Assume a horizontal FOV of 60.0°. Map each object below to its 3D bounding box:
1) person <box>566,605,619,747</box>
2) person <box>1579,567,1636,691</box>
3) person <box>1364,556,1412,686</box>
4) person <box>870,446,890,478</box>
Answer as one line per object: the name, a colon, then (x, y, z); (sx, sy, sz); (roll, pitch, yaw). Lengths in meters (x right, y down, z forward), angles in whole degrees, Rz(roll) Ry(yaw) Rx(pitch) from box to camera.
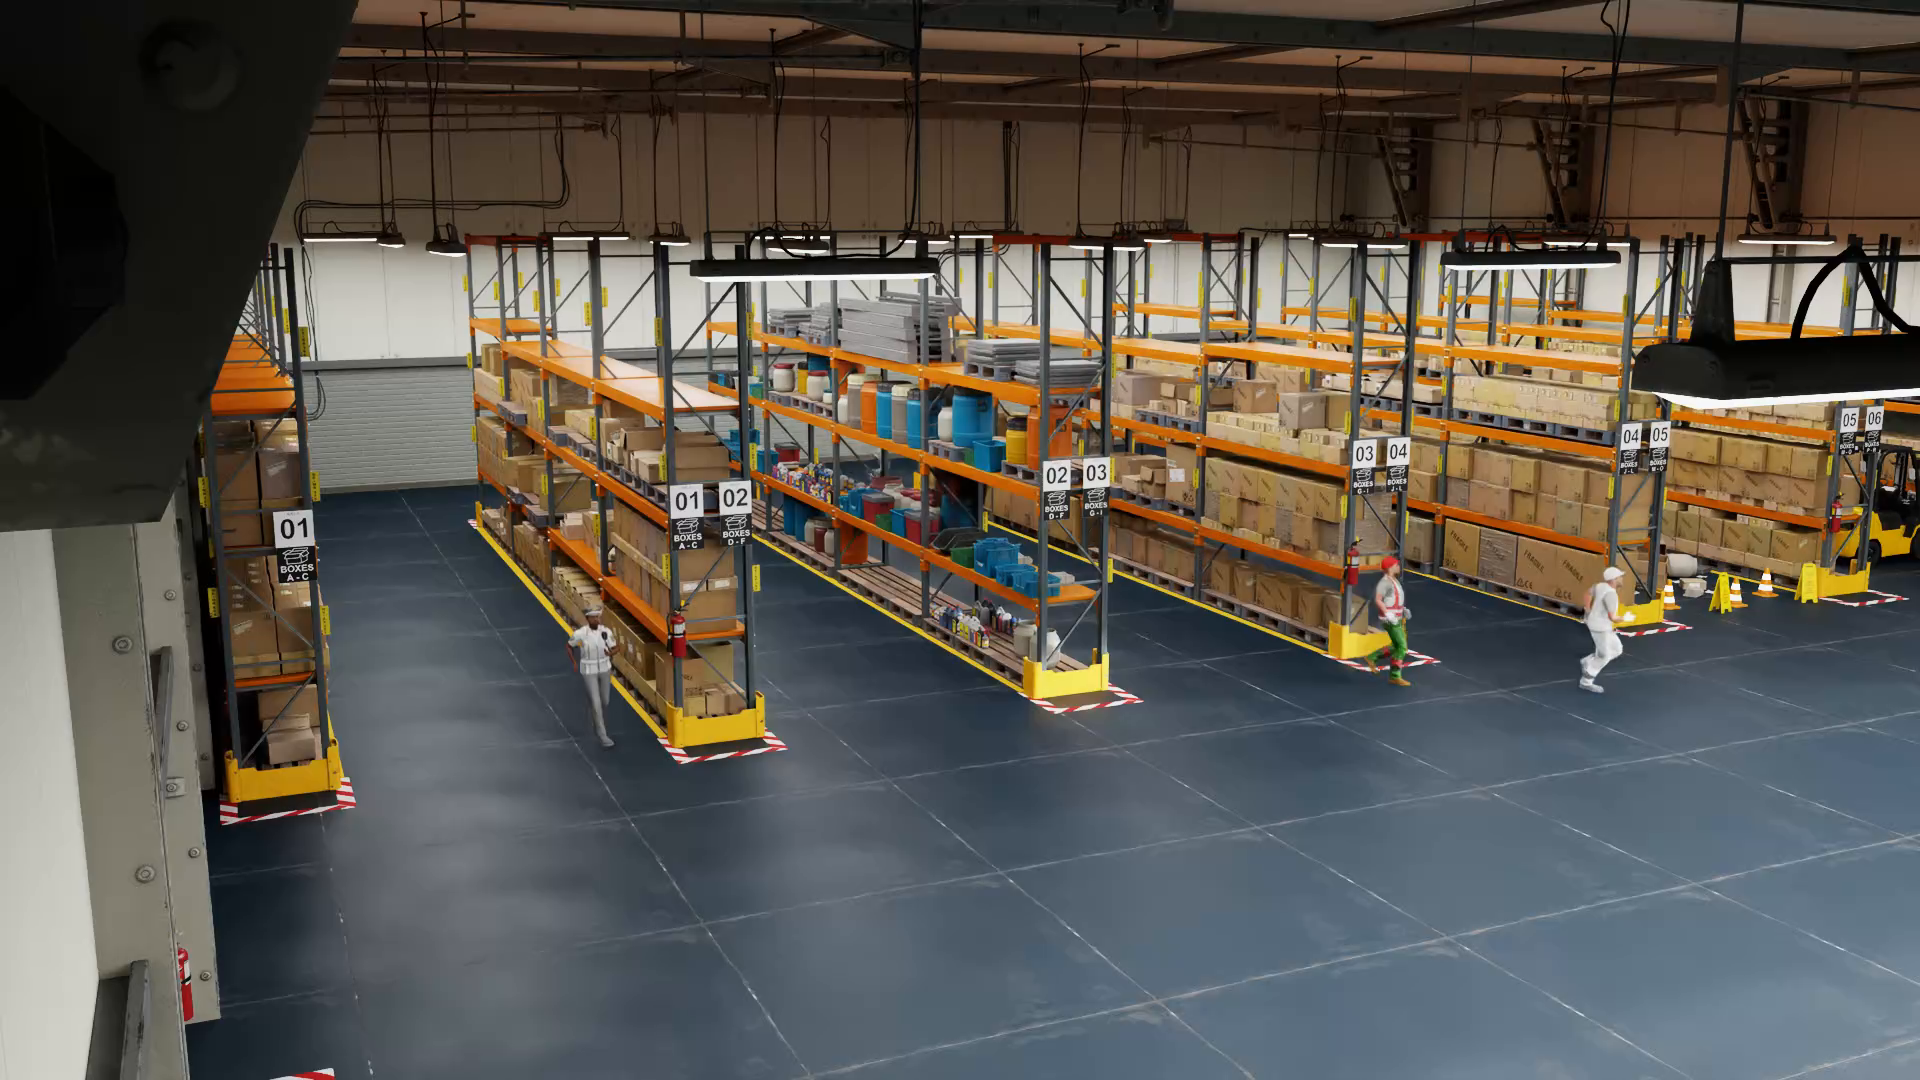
person: (-4.432, 1.605, 20.254); (0.584, 1.655, 0.941); (-6, 13, -30)
person: (8.728, 1.199, 22.401); (0.645, 1.725, 0.709); (2, 11, 10)
person: (5.936, 1.102, 22.922); (0.664, 1.755, 0.702); (5, 12, 25)
person: (-1.888, -2.020, 39.524); (0.576, 1.554, 0.525); (-5, 12, -22)
